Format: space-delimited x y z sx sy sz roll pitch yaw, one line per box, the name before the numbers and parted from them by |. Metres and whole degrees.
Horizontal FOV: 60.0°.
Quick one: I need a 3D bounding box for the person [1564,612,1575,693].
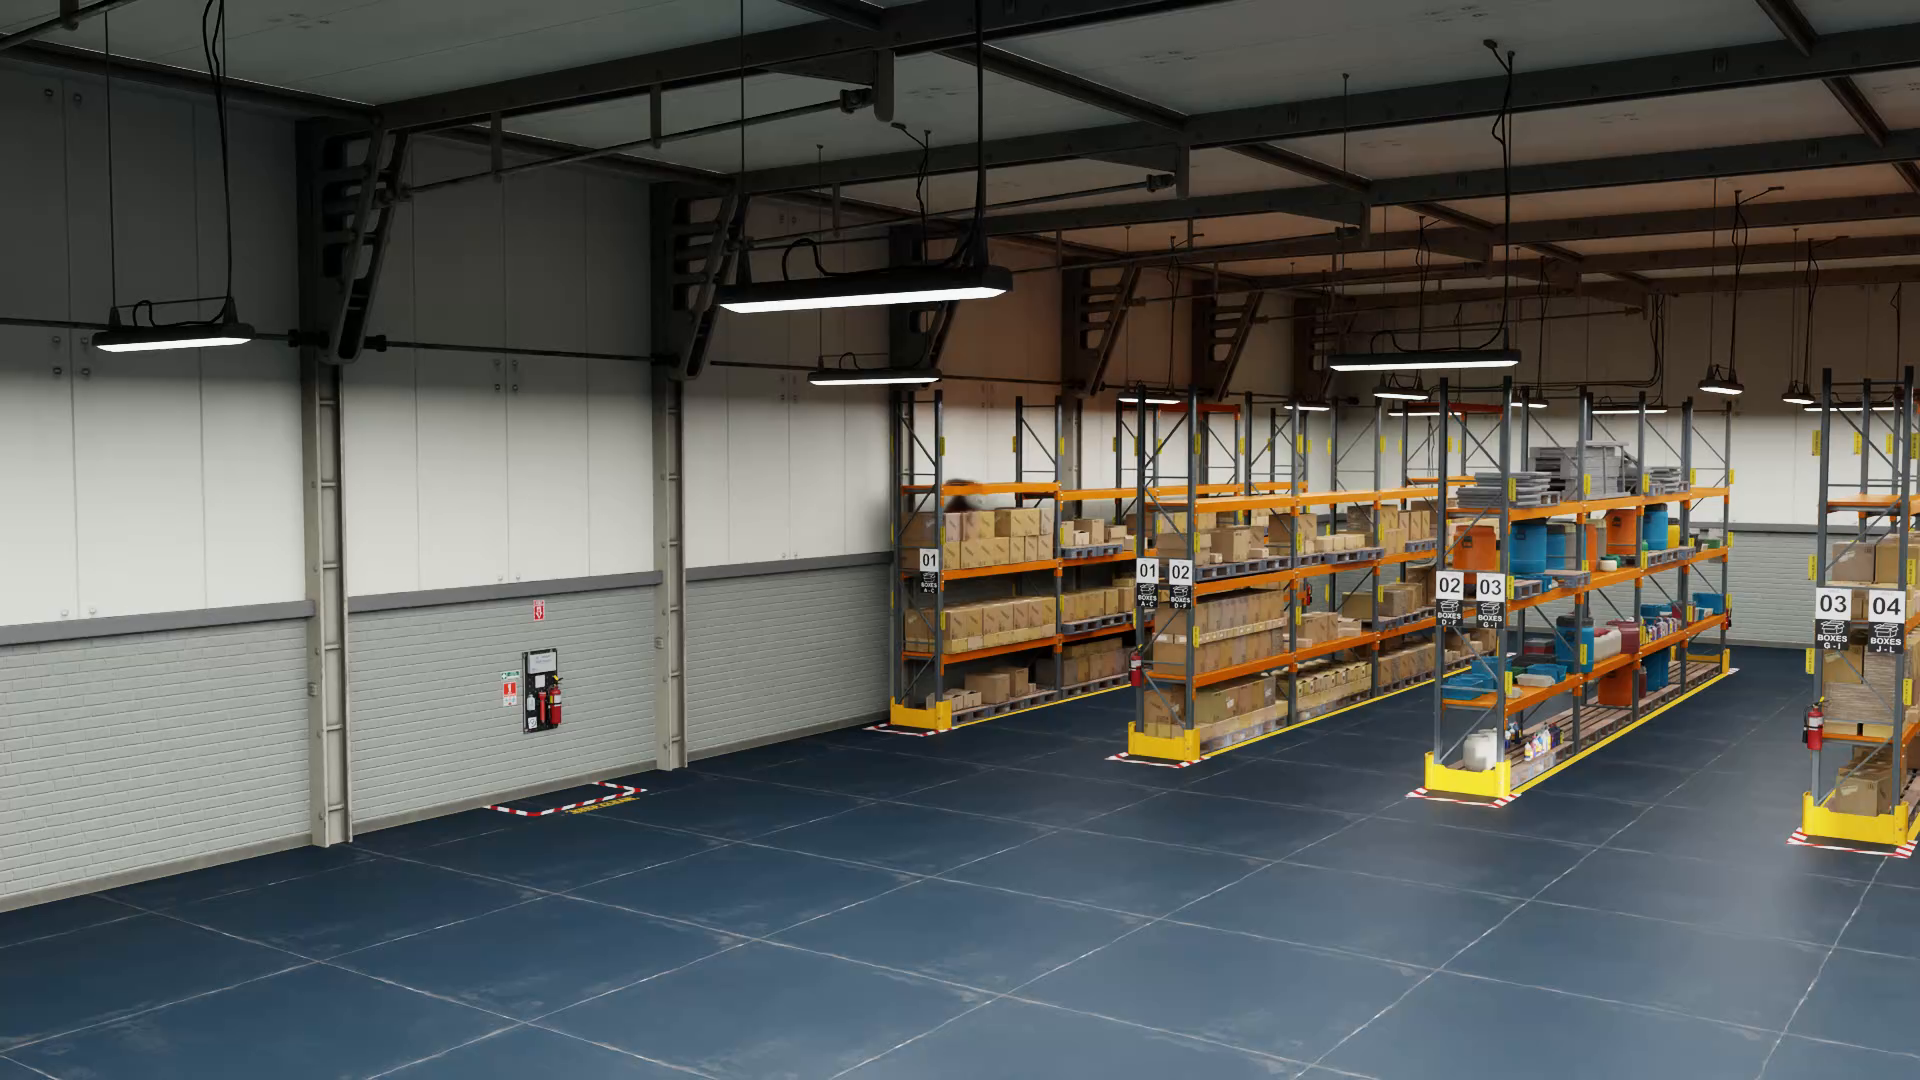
person | 12.445 2.278 33.915 0.559 1.621 1.030 2 4 38
